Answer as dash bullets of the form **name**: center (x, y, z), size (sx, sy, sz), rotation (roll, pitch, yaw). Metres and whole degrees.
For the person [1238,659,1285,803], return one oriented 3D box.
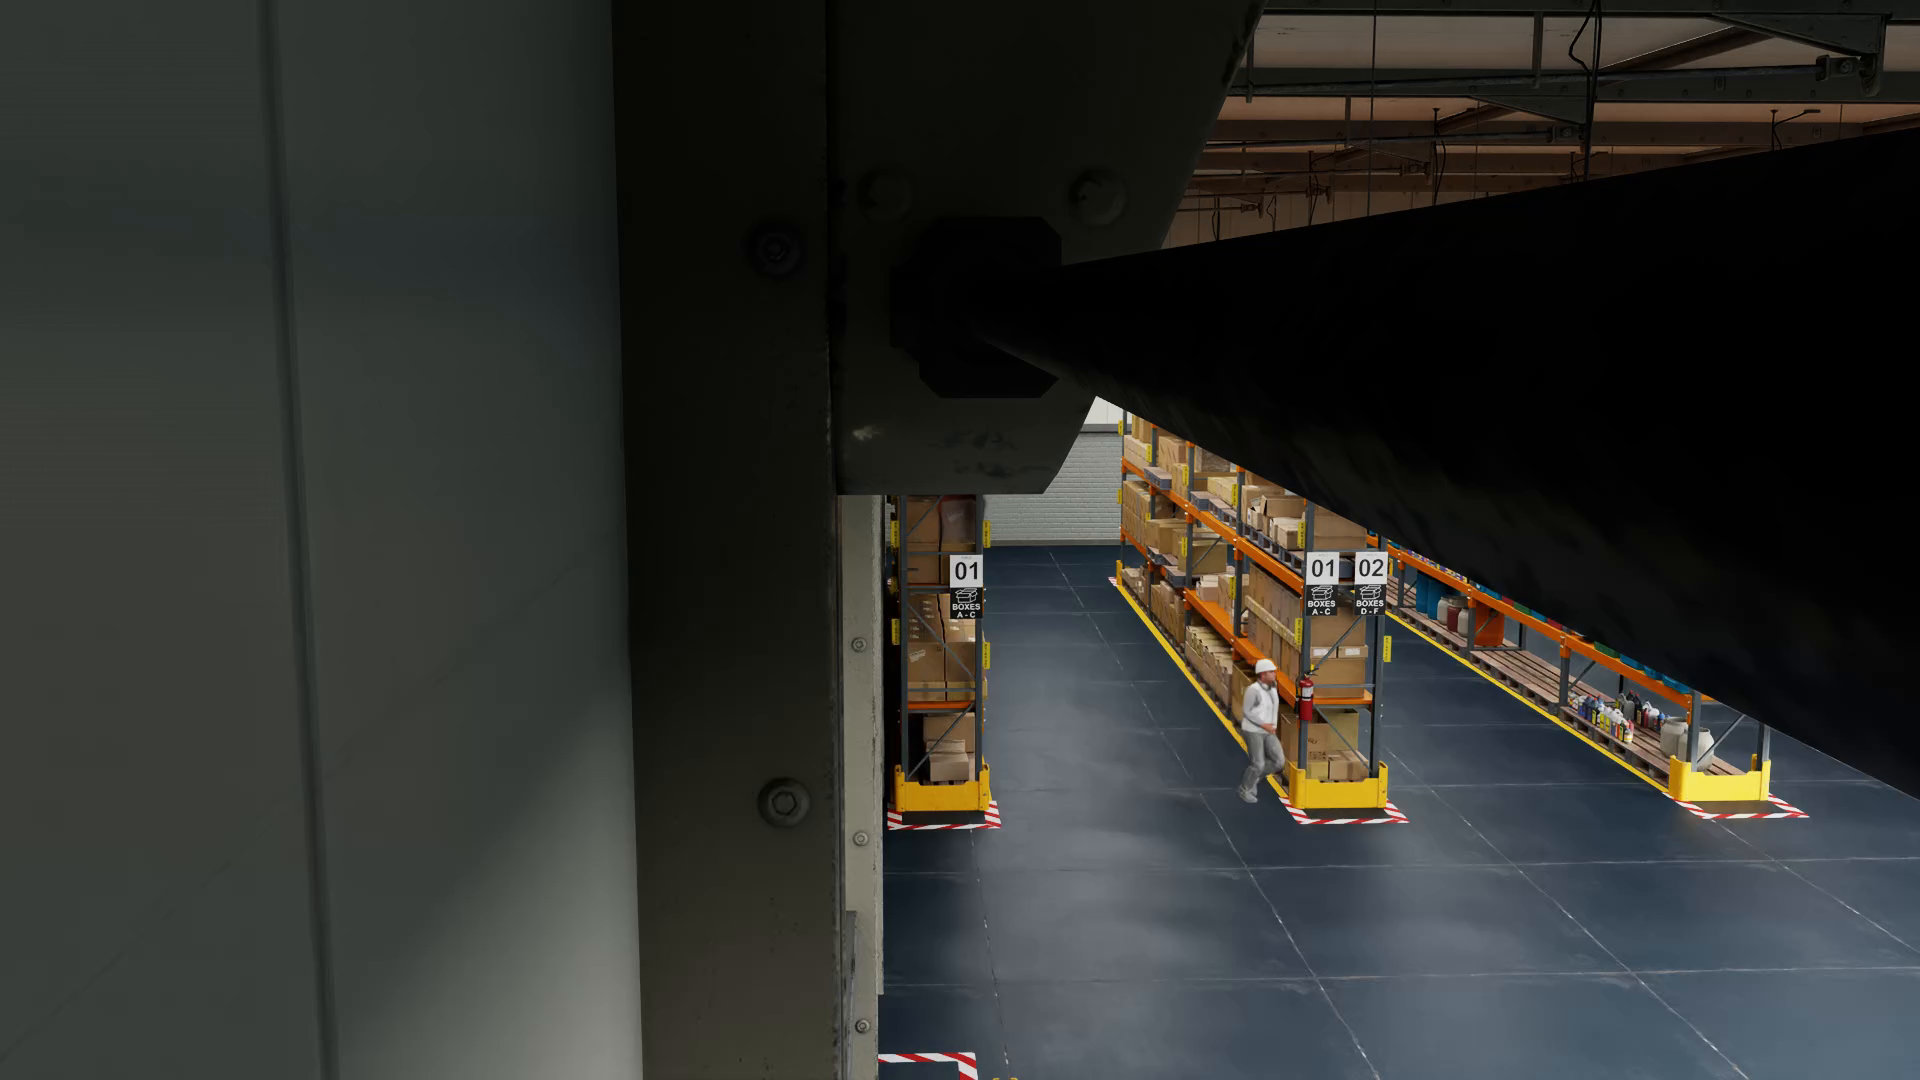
- **person**: center (3.652, 2.274, 19.909), size (0.689, 1.724, 0.535), rotation (-8, 12, -44)
